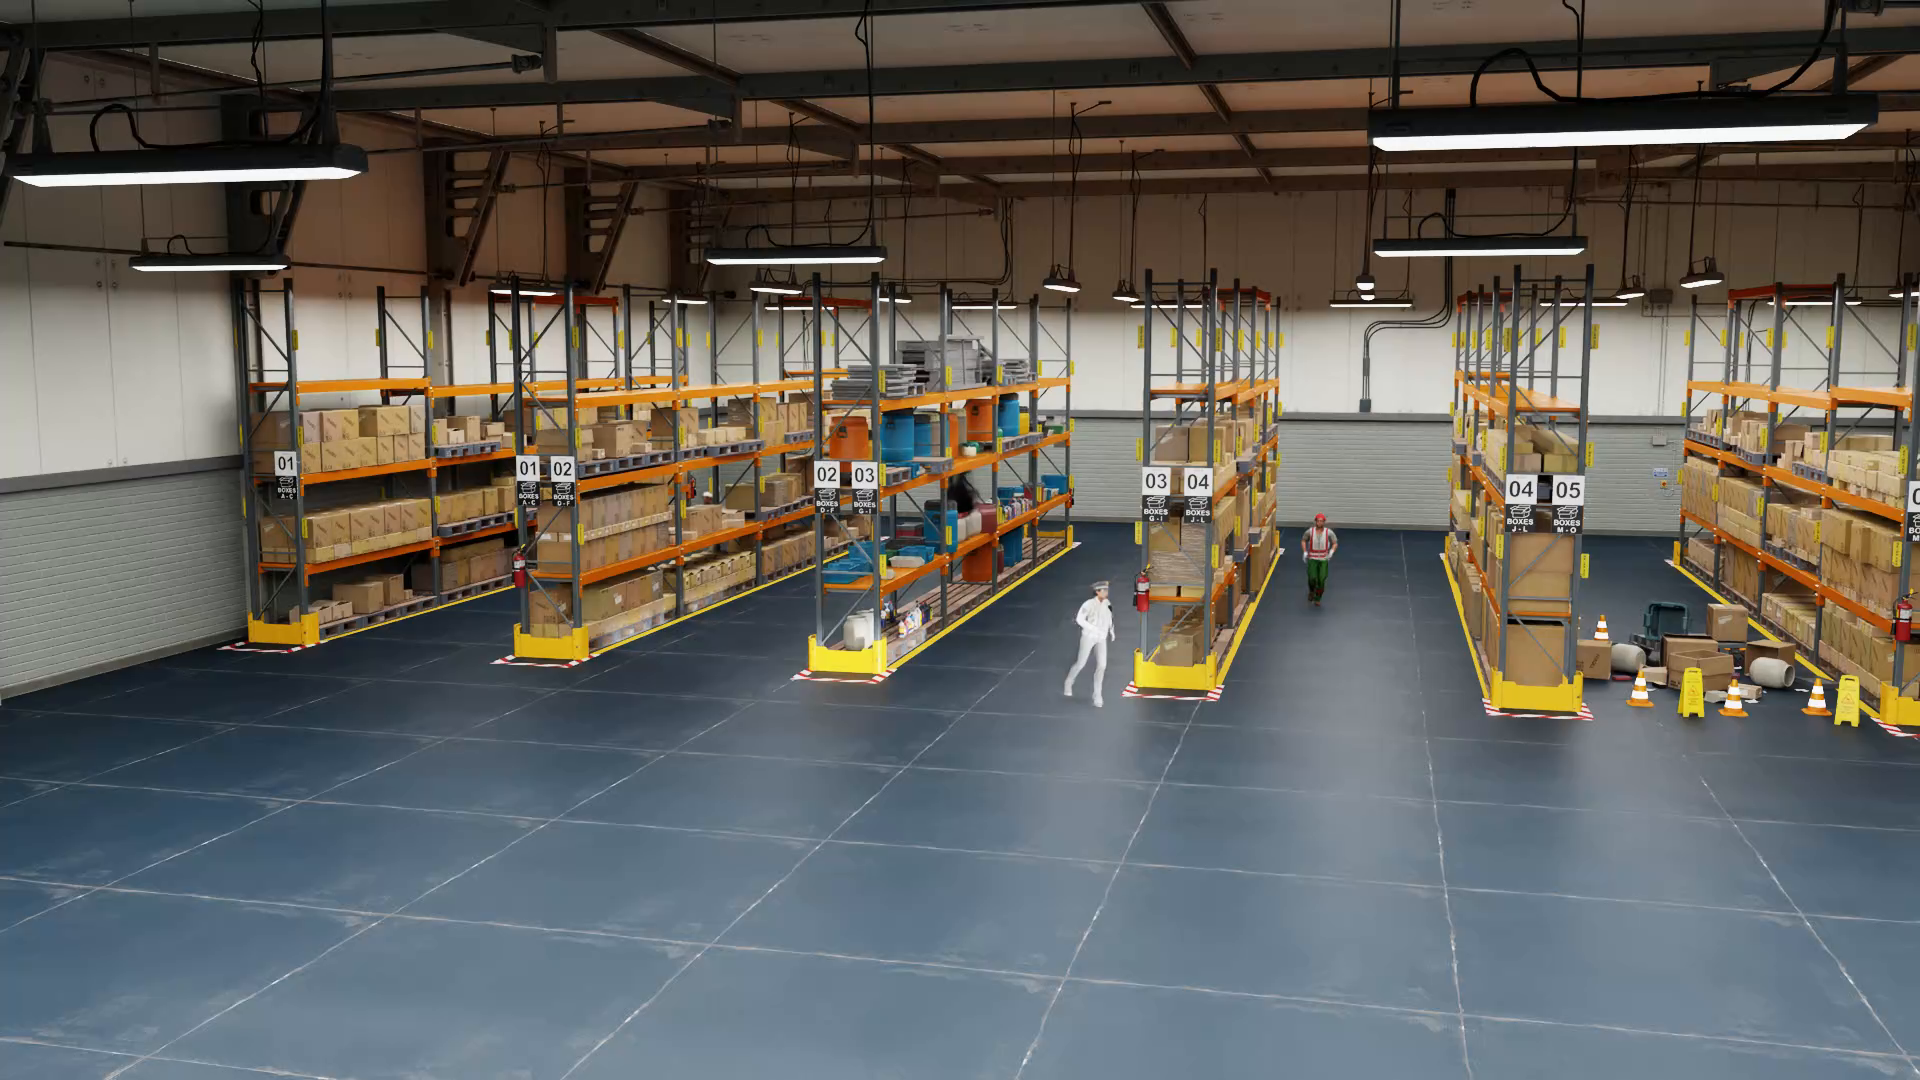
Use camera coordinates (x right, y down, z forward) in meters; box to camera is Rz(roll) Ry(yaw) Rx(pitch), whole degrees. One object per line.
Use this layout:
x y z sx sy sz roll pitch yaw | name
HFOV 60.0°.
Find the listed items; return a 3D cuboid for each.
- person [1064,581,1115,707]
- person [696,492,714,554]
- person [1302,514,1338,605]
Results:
1.889 1.405 23.177 0.716 1.701 0.812 -3 8 -27 | person
-5.507 -0.181 36.027 0.651 1.730 0.590 1 7 8 | person
6.787 0.372 31.400 0.668 1.749 0.583 1 7 11 | person
